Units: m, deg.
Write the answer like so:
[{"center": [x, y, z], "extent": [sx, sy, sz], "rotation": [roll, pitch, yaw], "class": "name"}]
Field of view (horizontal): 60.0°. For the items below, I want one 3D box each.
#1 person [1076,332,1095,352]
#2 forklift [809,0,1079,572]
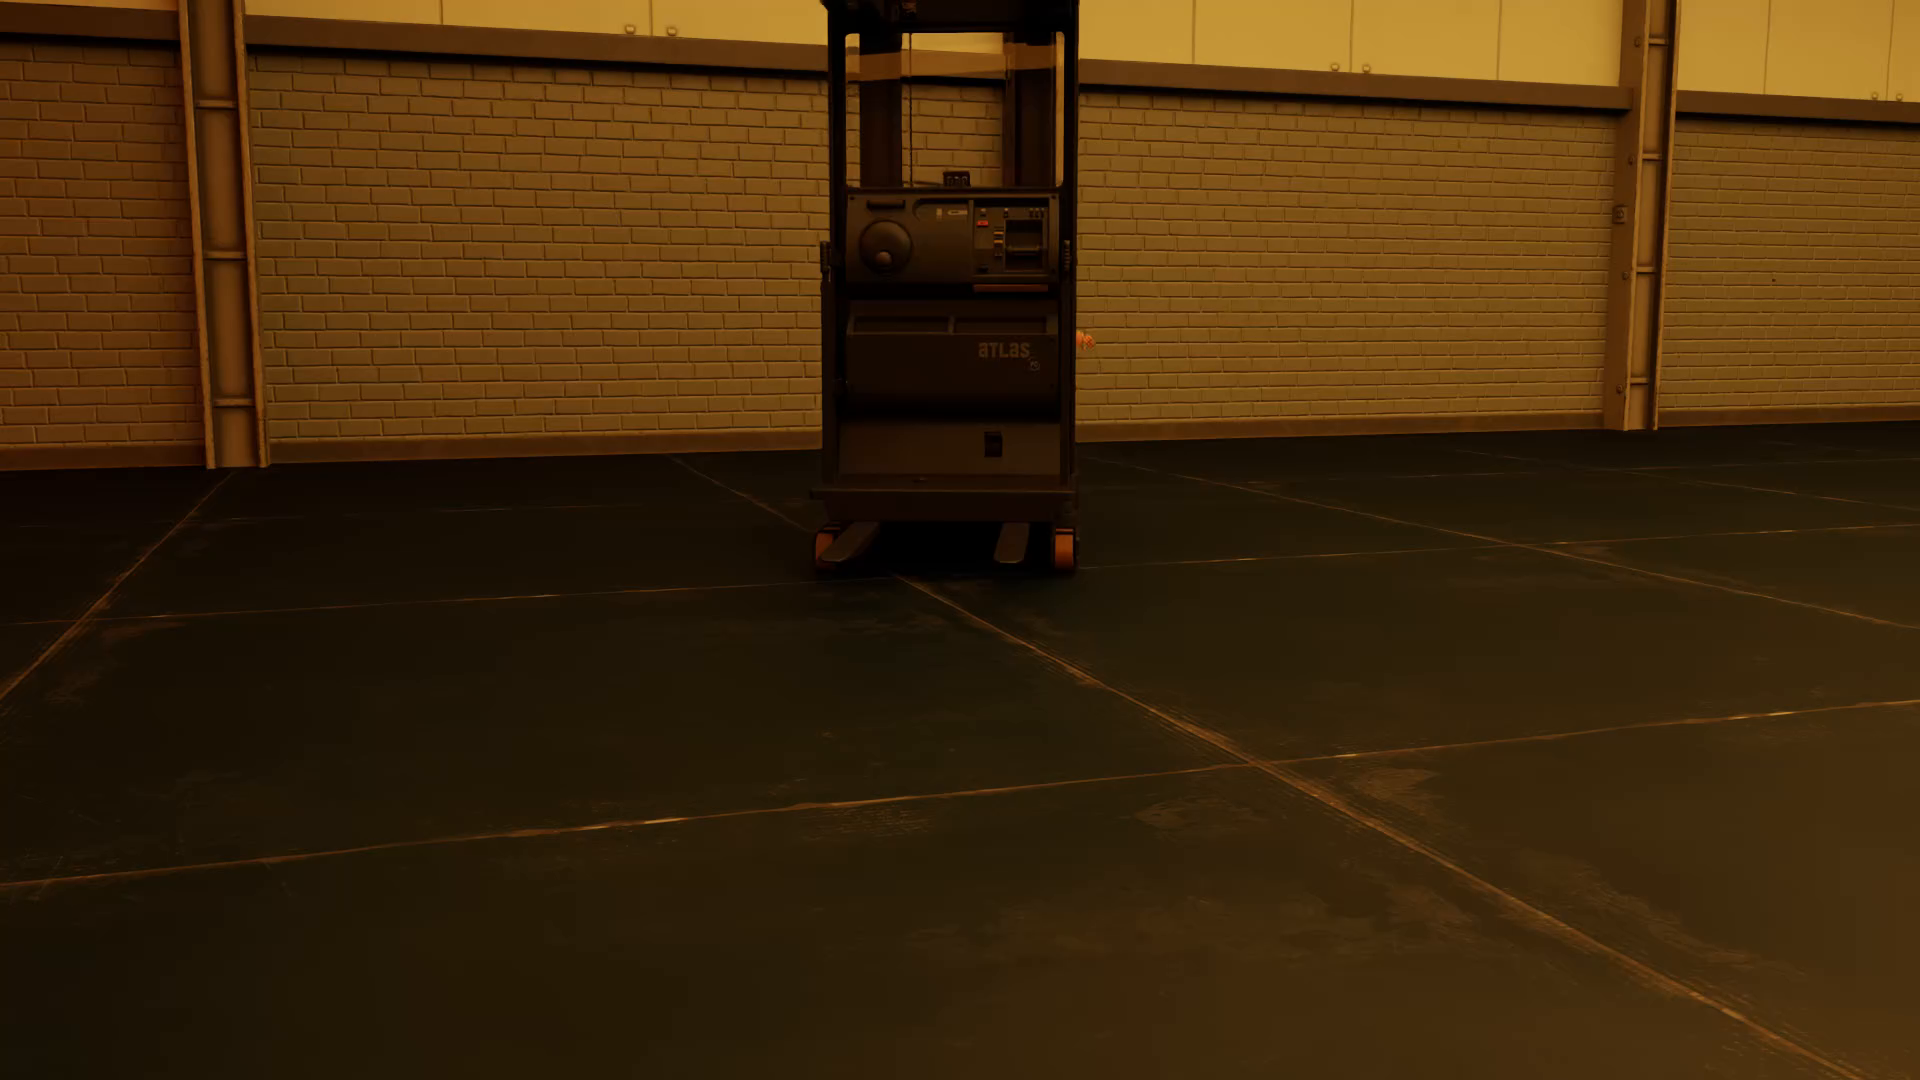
[{"center": [0.352, -0.921, 9.233], "extent": [0.737, 1.479, 0.807], "rotation": [0, 8, -1], "class": "person"}, {"center": [-0.044, -1.360, 7.049], "extent": [1.130, 2.935, 3.031], "rotation": [0, 8, 4], "class": "forklift"}]
